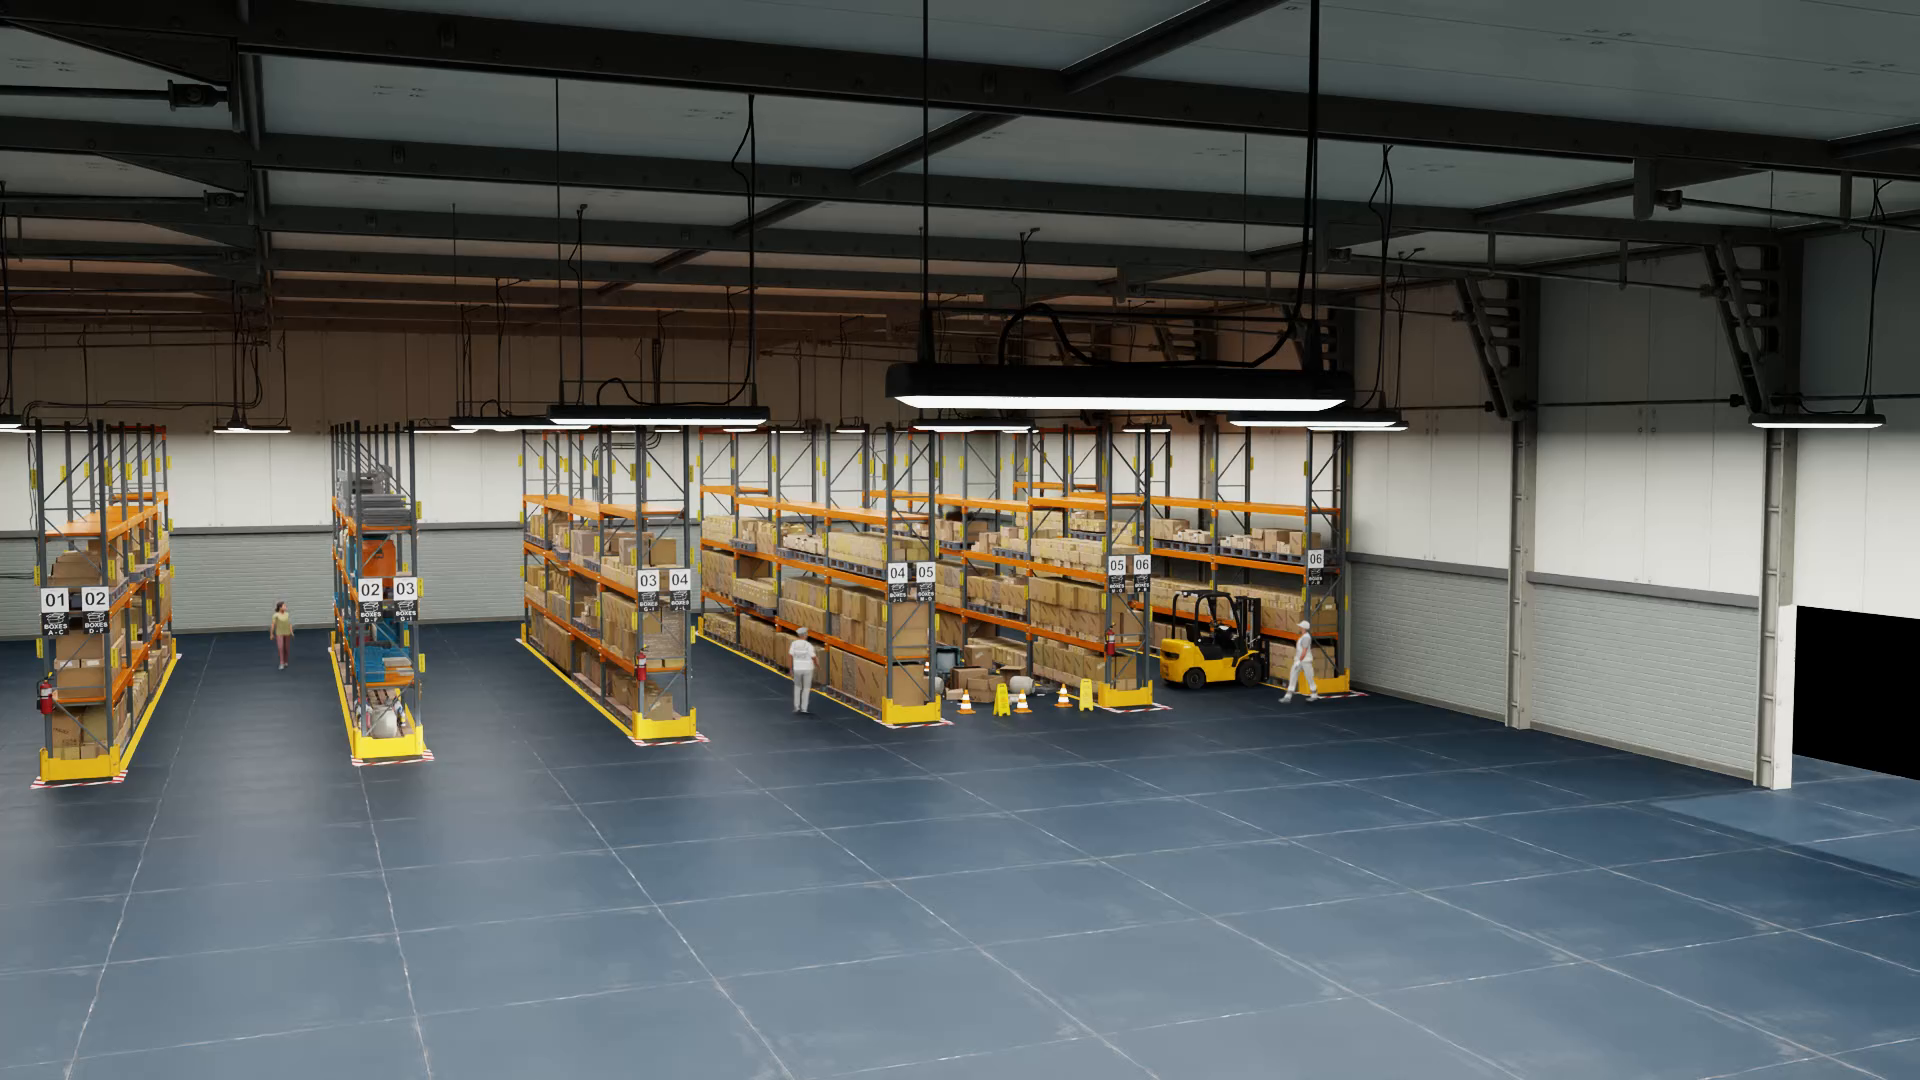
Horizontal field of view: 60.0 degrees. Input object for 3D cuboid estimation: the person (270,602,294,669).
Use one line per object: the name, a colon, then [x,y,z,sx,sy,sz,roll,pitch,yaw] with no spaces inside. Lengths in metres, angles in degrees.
person: [-16.659,2.327,40.887,0.549,1.615,0.973,-2,4,-31]

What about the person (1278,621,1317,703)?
person: [7.277,2.604,35.528,0.971,1.742,0.476,-3,5,-38]

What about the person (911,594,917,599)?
person: [-1.138,2.165,41.134,0.507,1.657,0.707,-2,4,-24]

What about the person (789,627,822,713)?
person: [-3.212,2.720,34.459,0.654,1.839,0.630,1,4,11]
